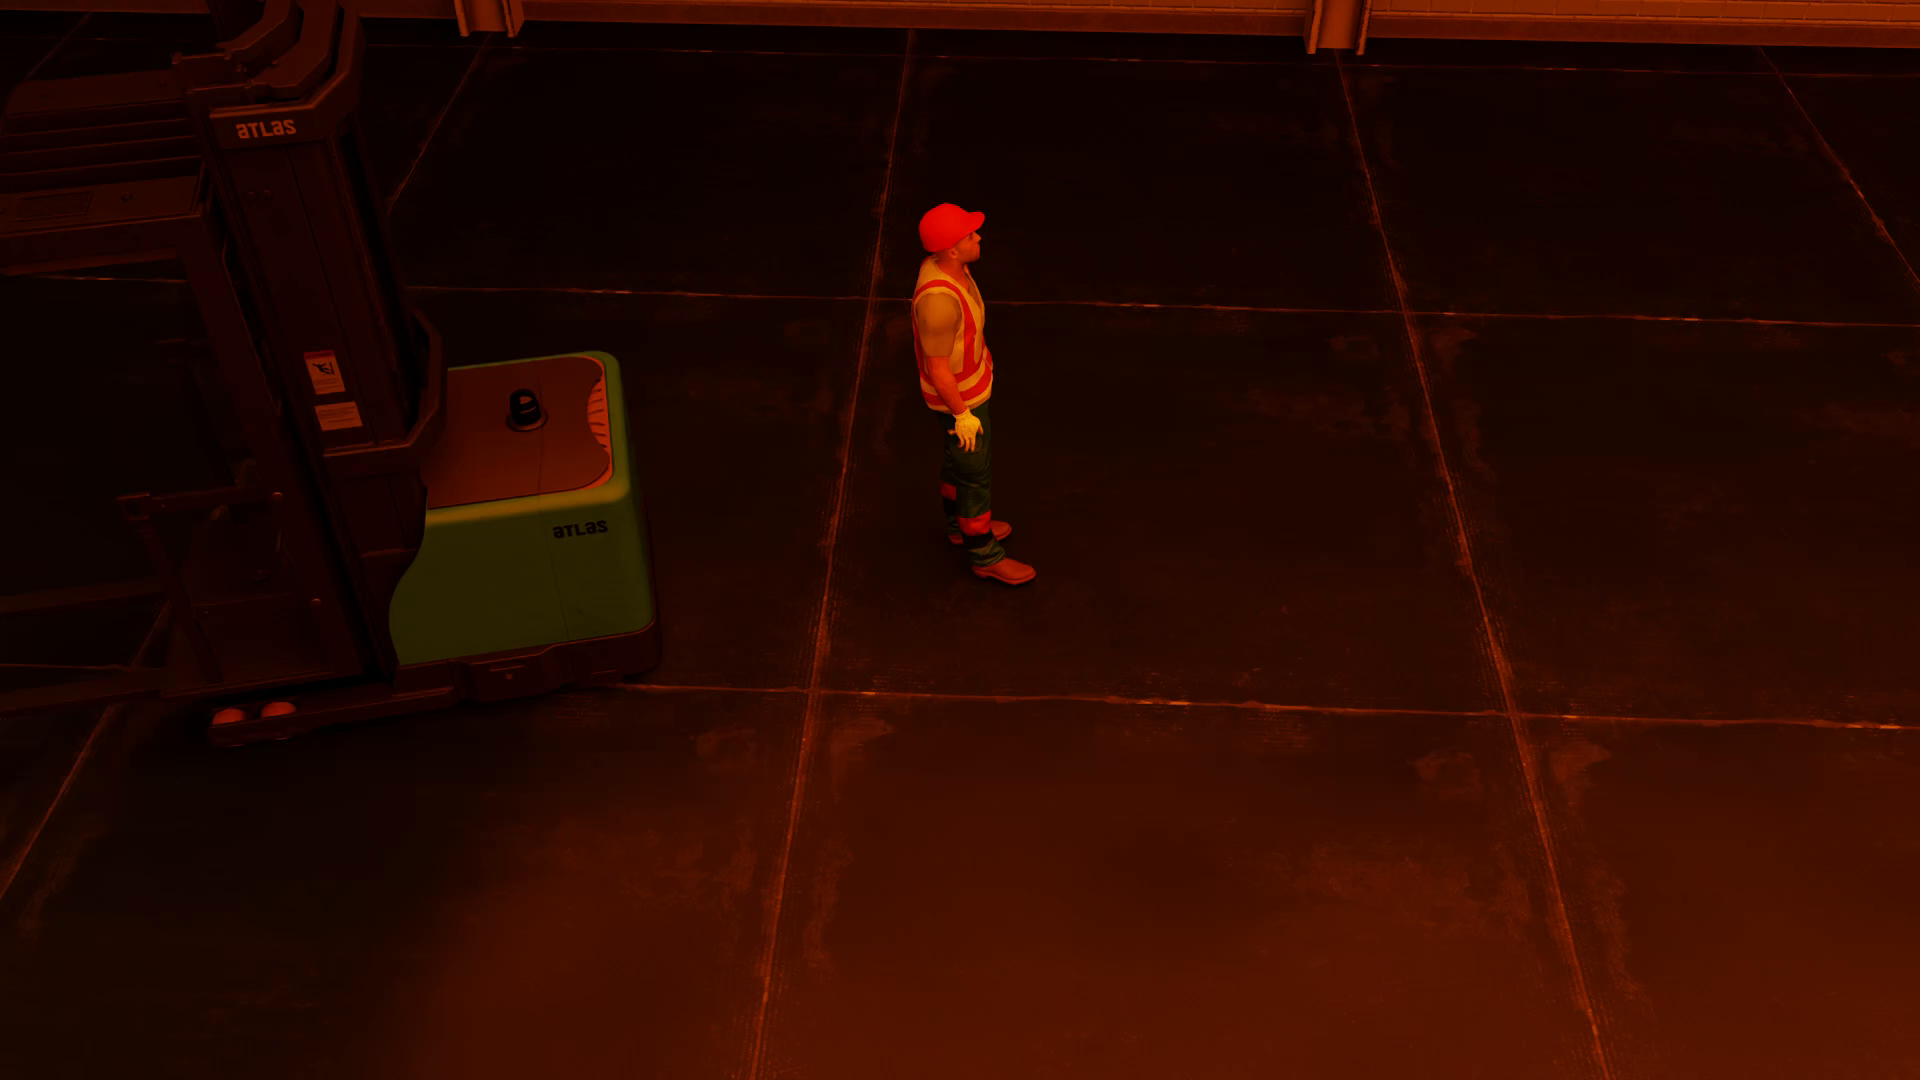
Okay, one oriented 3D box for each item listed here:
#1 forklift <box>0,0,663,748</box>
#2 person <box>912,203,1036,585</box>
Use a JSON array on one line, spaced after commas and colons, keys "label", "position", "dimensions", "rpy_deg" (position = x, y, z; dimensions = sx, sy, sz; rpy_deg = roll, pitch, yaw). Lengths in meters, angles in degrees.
[{"label": "forklift", "position": [-2.867, -0.607, 6.407], "dimensions": [3.031, 2.935, 1.130], "rpy_deg": [-8, 43, -9]}, {"label": "person", "position": [0.080, -0.656, 7.298], "dimensions": [0.562, 1.789, 0.638], "rpy_deg": [2, 42, 2]}]
